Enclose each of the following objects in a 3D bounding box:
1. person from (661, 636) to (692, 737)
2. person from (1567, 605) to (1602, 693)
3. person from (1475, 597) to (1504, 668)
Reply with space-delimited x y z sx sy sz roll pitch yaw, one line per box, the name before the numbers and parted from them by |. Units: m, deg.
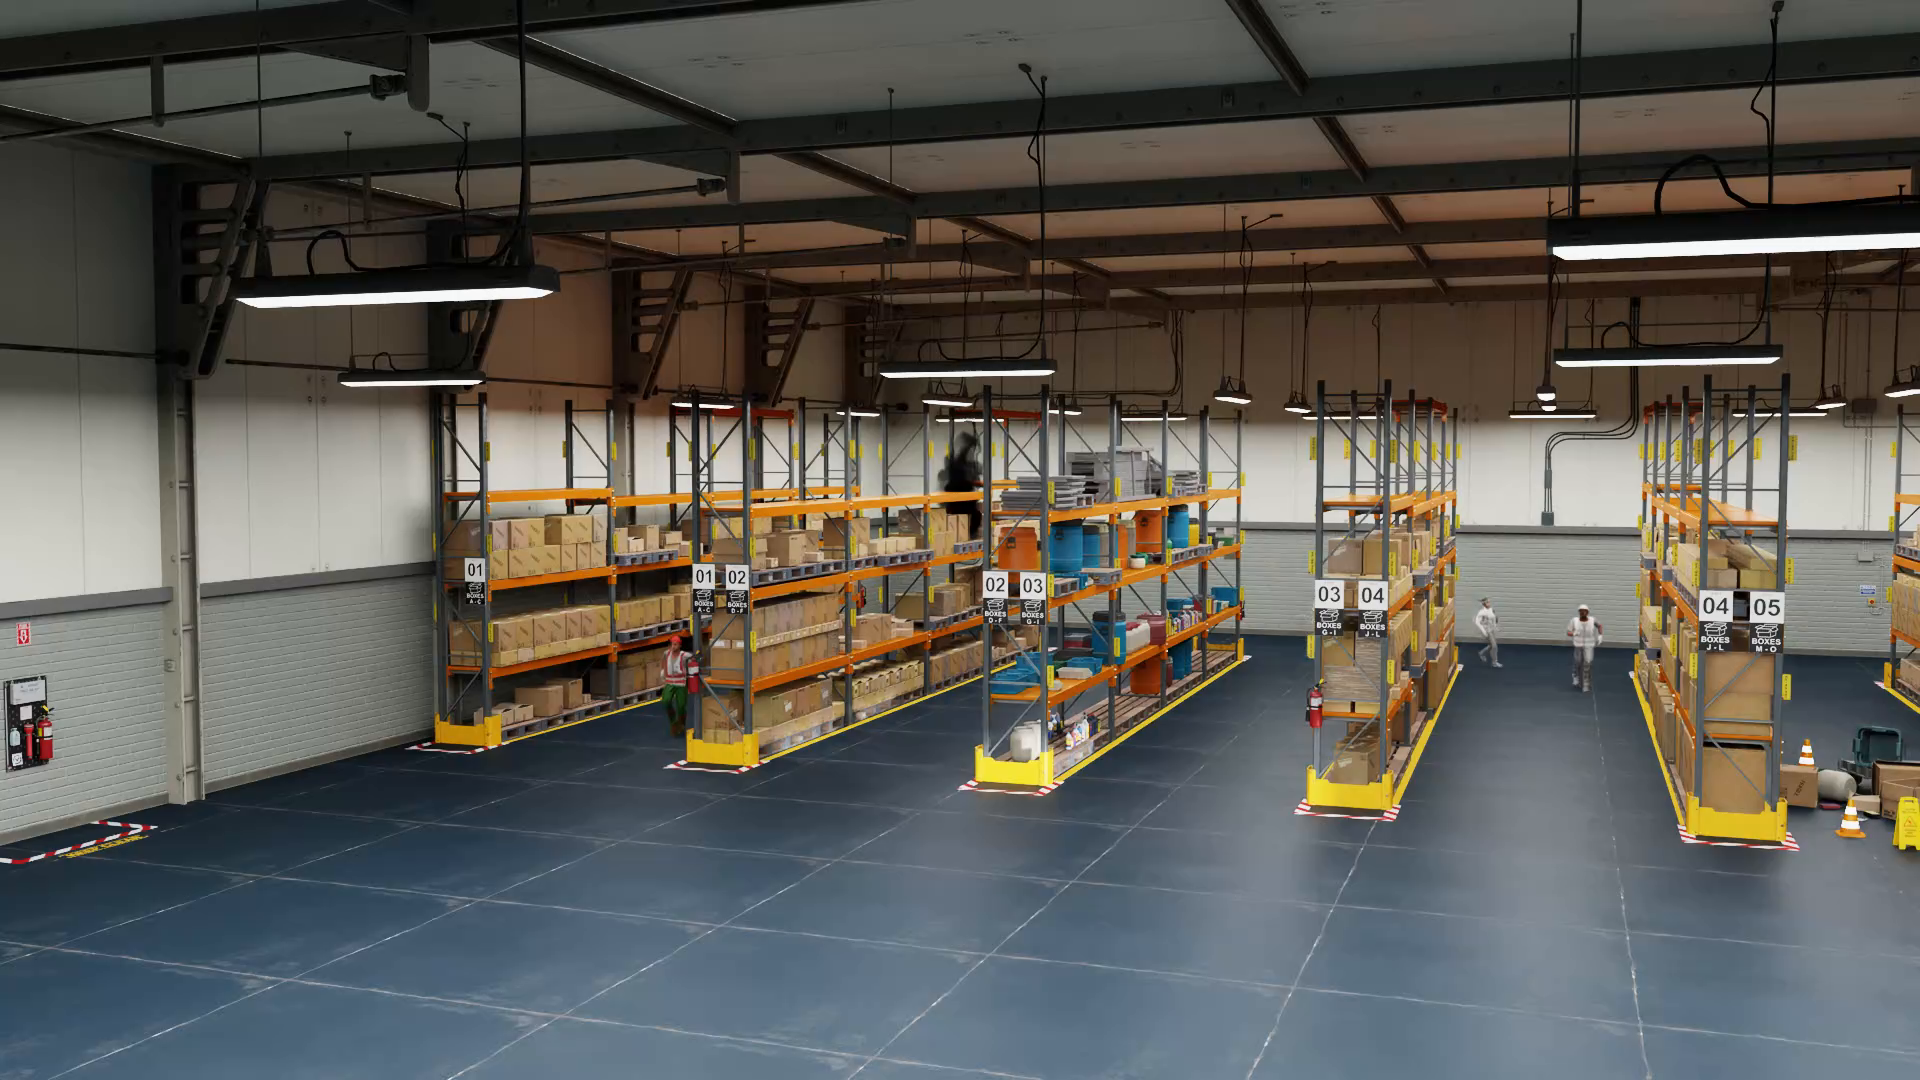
person | -4.984 2.555 29.175 0.695 1.767 0.826 1 3 11
person | 13.087 2.253 34.870 0.697 1.823 0.938 1 3 21
person | 12.203 2.125 38.611 0.680 1.649 0.701 -2 4 -37
